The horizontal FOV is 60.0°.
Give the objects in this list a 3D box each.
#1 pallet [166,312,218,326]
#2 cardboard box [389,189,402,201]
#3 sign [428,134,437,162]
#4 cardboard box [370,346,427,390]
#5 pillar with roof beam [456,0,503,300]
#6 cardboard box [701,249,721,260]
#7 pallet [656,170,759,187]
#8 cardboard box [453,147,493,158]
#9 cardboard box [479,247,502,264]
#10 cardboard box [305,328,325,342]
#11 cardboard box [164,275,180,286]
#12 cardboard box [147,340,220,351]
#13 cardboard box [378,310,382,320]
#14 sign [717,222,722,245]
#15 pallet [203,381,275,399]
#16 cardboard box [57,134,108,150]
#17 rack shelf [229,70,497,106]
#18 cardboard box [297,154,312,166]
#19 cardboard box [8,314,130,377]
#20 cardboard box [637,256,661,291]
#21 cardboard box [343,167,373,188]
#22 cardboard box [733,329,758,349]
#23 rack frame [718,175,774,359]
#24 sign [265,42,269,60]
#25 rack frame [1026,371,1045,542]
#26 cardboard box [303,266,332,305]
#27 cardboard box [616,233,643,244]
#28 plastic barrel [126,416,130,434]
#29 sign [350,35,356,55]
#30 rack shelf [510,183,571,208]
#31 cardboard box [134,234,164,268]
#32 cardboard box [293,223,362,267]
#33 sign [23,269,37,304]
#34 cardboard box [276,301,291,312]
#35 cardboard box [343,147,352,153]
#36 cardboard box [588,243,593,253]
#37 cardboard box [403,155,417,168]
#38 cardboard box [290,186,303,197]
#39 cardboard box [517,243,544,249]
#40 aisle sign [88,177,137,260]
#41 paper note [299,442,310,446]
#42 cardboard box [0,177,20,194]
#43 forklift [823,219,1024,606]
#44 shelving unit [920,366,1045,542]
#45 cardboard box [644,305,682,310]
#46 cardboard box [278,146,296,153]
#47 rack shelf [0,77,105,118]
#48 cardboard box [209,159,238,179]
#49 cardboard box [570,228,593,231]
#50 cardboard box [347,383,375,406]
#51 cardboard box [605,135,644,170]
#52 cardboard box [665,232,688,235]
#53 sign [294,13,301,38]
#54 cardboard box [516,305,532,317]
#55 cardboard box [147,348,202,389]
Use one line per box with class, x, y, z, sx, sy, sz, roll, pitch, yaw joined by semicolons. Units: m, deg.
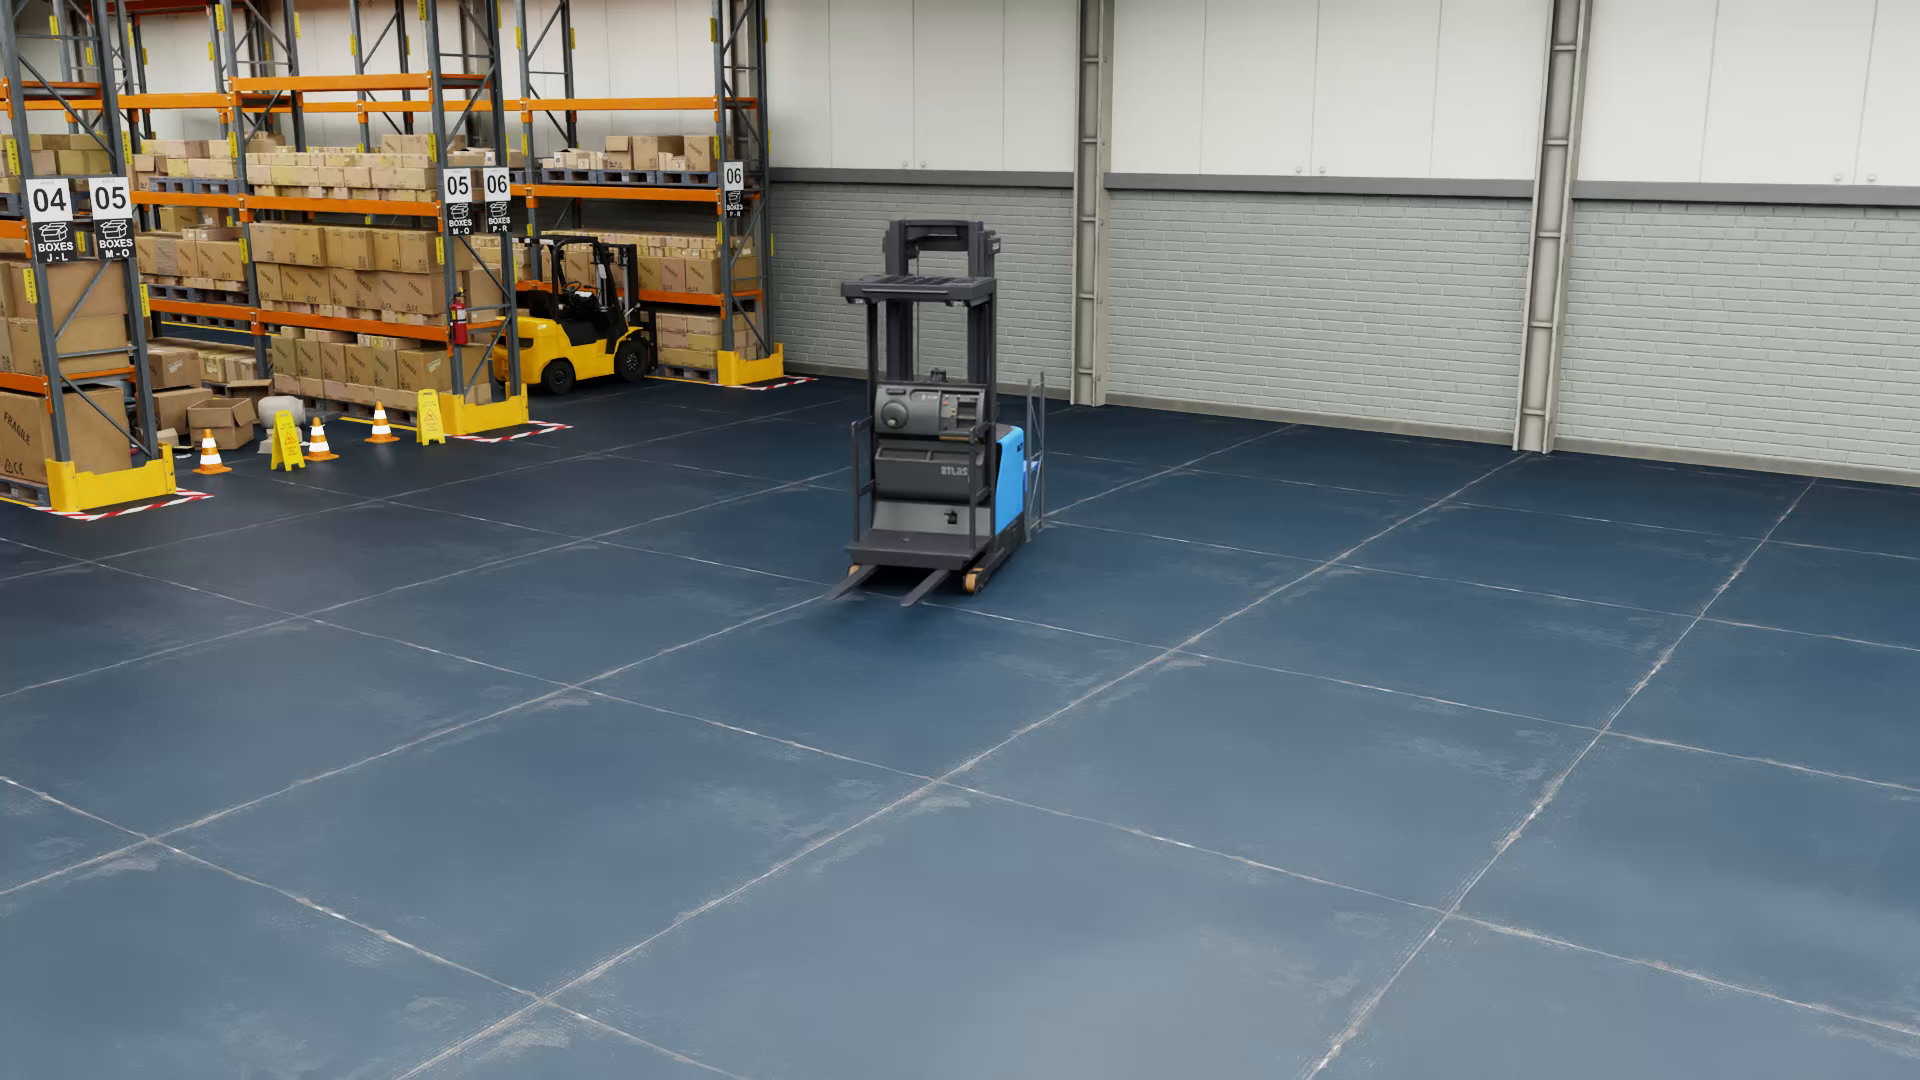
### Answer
pallet;-14.691;-4.366;32.447;1.213;0.211;1.003;9;17;33
cardboard box;-6.794;-4.260;20.495;0.250;0.149;0.380;10;17;34
sign;-6.242;-4.642;19.675;0.005;0.325;0.100;9;17;33
cardboard box;-7.161;-2.222;21.272;0.500;0.500;0.500;10;17;35
pillar with roof beam;-10.604;-6.986;24.743;0.400;9.000;9.100;9;17;33
cardboard box;-3.592;-4.208;24.450;0.250;0.149;0.380;9;17;34
pallet;-3.720;-5.367;24.632;1.213;0.211;1.003;9;17;33
cardboard box;-7.841;-6.207;26.944;0.500;0.311;0.500;9;16;31
cardboard box;-7.448;-4.643;27.036;0.500;0.250;0.500;9;16;31
cardboard box;-8.398;-2.718;21.927;0.250;0.149;0.380;10;17;35
cardboard box;-11.074;-3.712;23.651;0.250;0.149;0.380;10;17;35
cardboard box;-11.473;-2.690;24.470;0.625;0.372;0.950;9;16;32
cardboard box;-7.183;-2.891;21.209;0.250;0.149;0.380;9;17;34
sign;-3.463;-4.425;23.981;0.005;0.325;0.100;9;17;33
pallet;-9.881;-2.151;23.500;1.213;0.211;1.003;9;17;33
cardboard box;-8.693;-3.945;16.485;0.250;0.149;0.380;9;17;33
rack shelf;-7.575;-5.694;21.027;4.000;0.370;1.077;9;17;33
cardboard box;-8.272;-4.884;21.360;0.250;0.149;0.380;9;16;31
cardboard box;-8.927;-1.977;16.682;0.550;0.550;0.875;9;17;33
cardboard box;-4.554;-4.057;25.187;0.500;0.500;0.500;9;16;32
cardboard box;-7.340;-4.543;20.810;0.500;0.250;0.500;10;17;34
cardboard box;-3.422;-3.071;25.220;0.500;0.250;0.500;10;17;34
rack frame;-3.148;-3.854;24.578;0.127;3.000;1.000;9;17;33
sign;-12.801;-9.017;30.677;0.005;0.325;0.100;9;17;33
rack frame;0.690;-0.767;15.226;0.032;1.500;0.500;4;15;17
cardboard box;-8.186;-3.346;21.698;0.500;0.500;0.500;9;17;32
cardboard box;-5.038;-4.610;25.453;0.250;0.149;0.380;9;17;33
plastic barrel;-10.116;-1.303;19.634;0.512;0.421;0.421;-4;14;-16
sign;-10.081;-8.222;27.627;0.005;0.325;0.100;9;17;33
rack shelf;-8.127;-5.766;27.554;4.000;0.370;1.077;9;17;33
cardboard box;-11.873;-4.159;24.107;0.500;0.500;0.500;10;17;36
cardboard box;-8.177;-3.831;21.576;0.500;0.500;0.700;9;16;32
sign;-8.908;-2.434;15.939;0.005;0.325;0.100;9;17;33
cardboard box;-8.913;-3.149;22.251;0.250;0.149;0.380;10;17;34
cardboard box;-10.396;-6.692;28.661;0.250;0.149;0.380;9;16;31
cardboard box;-5.522;-4.512;25.676;0.250;0.149;0.380;9;17;32
cardboard box;-6.553;-4.614;20.268;0.250;0.149;0.380;10;17;34
cardboard box;-8.474;-4.545;21.648;0.250;0.149;0.380;10;17;34
cardboard box;-6.875;-4.756;26.661;0.250;0.149;0.380;10;17;35
aisle sign;-8.368;-3.176;16.427;0.004;0.787;0.394;9;17;33
paper note;-7.811;-1.153;19.843;0.142;0.019;0.148;3;14;14
cardboard box;-9.059;-3.427;16.050;0.250;0.149;0.380;9;17;33
forklift;-0.304;-1.091;13.556;1.130;2.935;3.031;4;14;15
shelving unit;0.205;-0.803;15.373;1.048;1.500;0.538;4;15;17
cardboard box;-4.688;-3.517;25.981;0.500;0.250;0.500;9;16;32
cardboard box;-11.792;-6.872;29.348;0.250;0.149;0.380;9;17;33
rack shelf;-10.254;-4.501;17.033;4.000;0.370;1.077;9;17;33
cardboard box;-9.800;-5.037;22.552;0.500;0.250;0.500;9;16;32
cardboard box;-6.034;-4.916;26.690;0.250;0.149;0.380;9;17;33
cardboard box;-7.599;-1.928;21.645;0.500;0.250;0.500;8;16;31
cardboard box;-4.910;-5.867;25.169;0.637;0.503;0.797;10;17;35
cardboard box;-4.325;-4.646;25.597;0.250;0.149;0.380;9;16;31
sign;-8.916;-6.910;22.329;0.005;0.325;0.100;9;17;33
cardboard box;-6.906;-3.510;27.253;0.625;0.625;0.875;10;17;35
cardboard box;-10.203;-2.196;21.504;0.500;0.500;0.500;9;17;33
